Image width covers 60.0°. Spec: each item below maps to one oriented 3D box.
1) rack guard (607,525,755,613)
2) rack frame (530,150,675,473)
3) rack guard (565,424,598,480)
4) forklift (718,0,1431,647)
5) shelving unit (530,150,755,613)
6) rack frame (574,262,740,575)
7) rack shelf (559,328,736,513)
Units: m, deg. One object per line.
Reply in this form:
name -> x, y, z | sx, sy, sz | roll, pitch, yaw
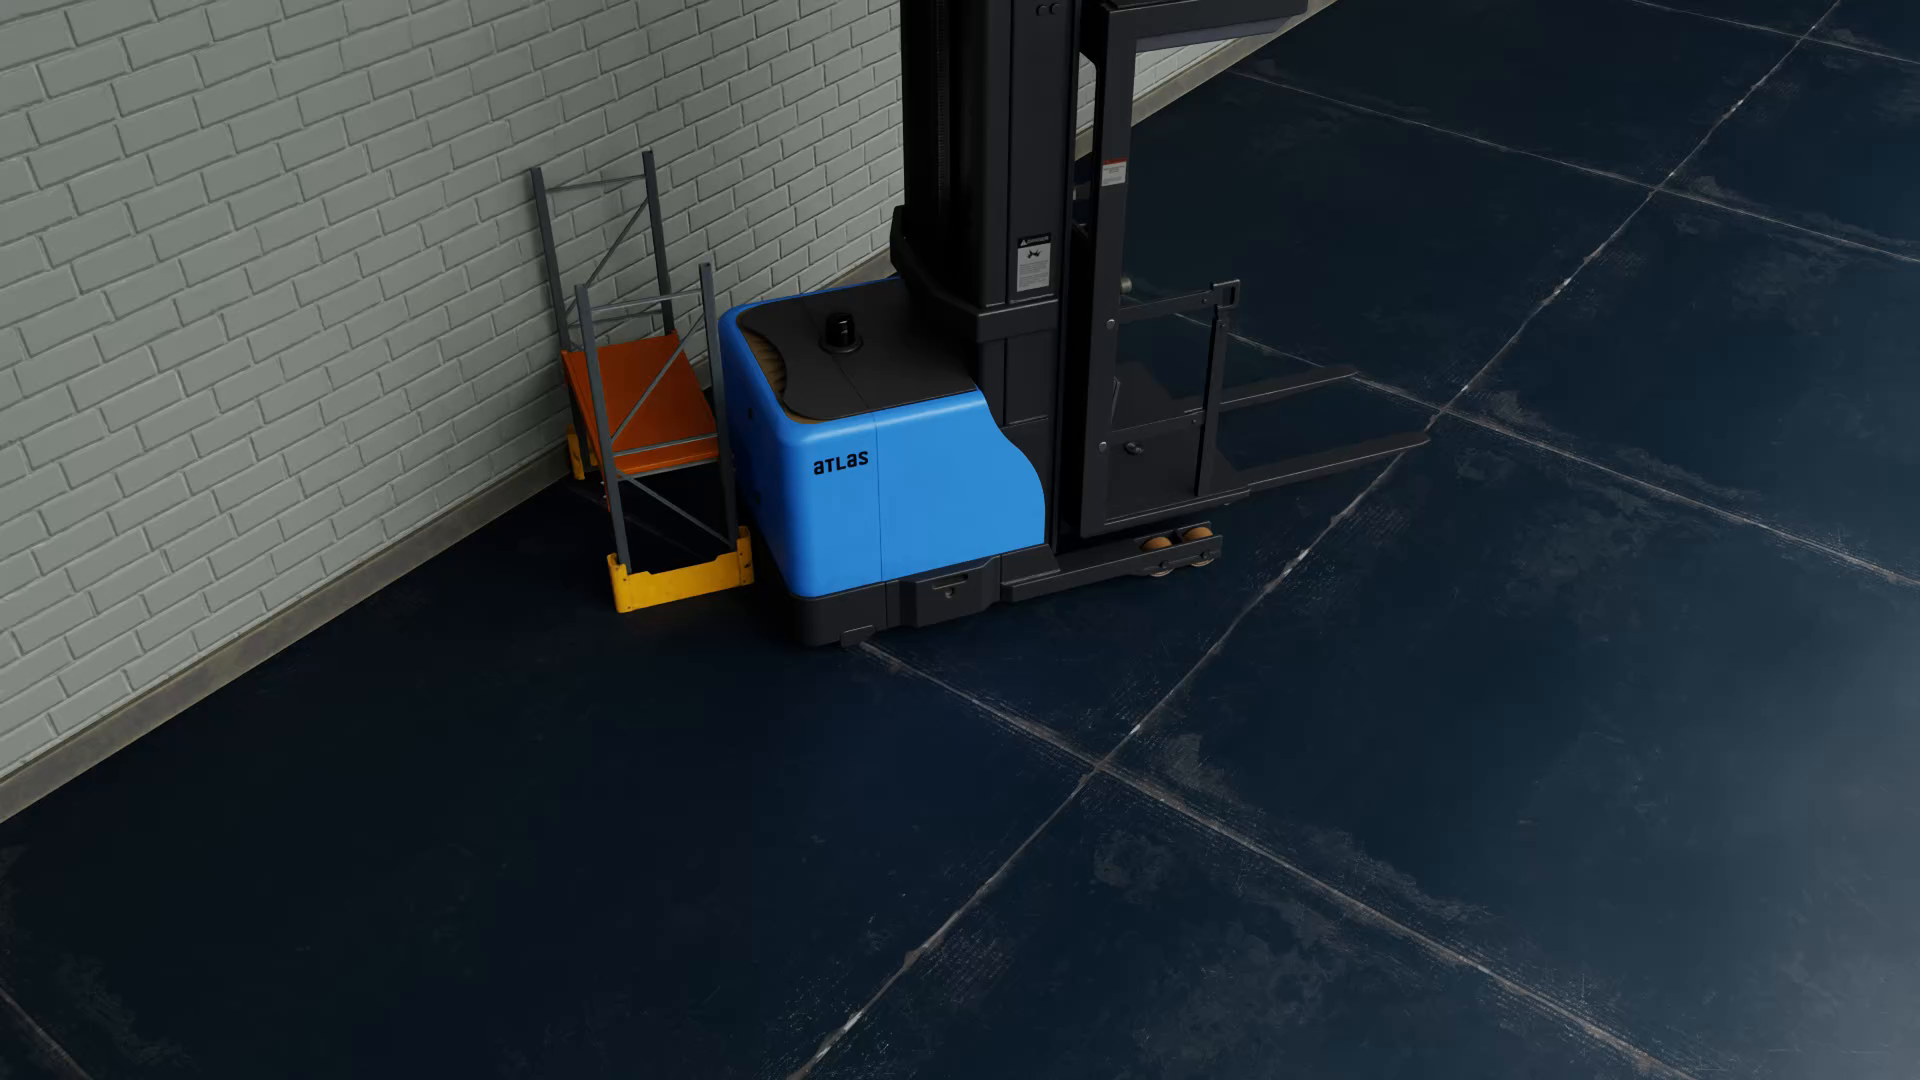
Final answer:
rack guard -> -1.152, 0.120, 6.894 | 0.587, 0.250, 0.087 | -13, 40, -16
rack frame -> -1.503, -0.959, 7.259 | 0.500, 1.500, 0.032 | -13, 40, -16
rack guard -> -1.496, -0.456, 7.630 | 0.587, 0.250, 0.087 | -13, 40, -16
forklift -> 0.582, -1.290, 6.521 | 3.031, 2.935, 1.130 | -13, 40, -16
shelving unit -> -1.324, -0.660, 6.876 | 0.587, 1.500, 1.083 | -13, 40, -16
rack frame -> -1.151, -0.371, 6.508 | 0.500, 1.500, 0.032 | -13, 40, -16
rack shelf -> -1.327, -0.524, 6.994 | 0.538, 0.185, 1.000 | -13, 40, -16
